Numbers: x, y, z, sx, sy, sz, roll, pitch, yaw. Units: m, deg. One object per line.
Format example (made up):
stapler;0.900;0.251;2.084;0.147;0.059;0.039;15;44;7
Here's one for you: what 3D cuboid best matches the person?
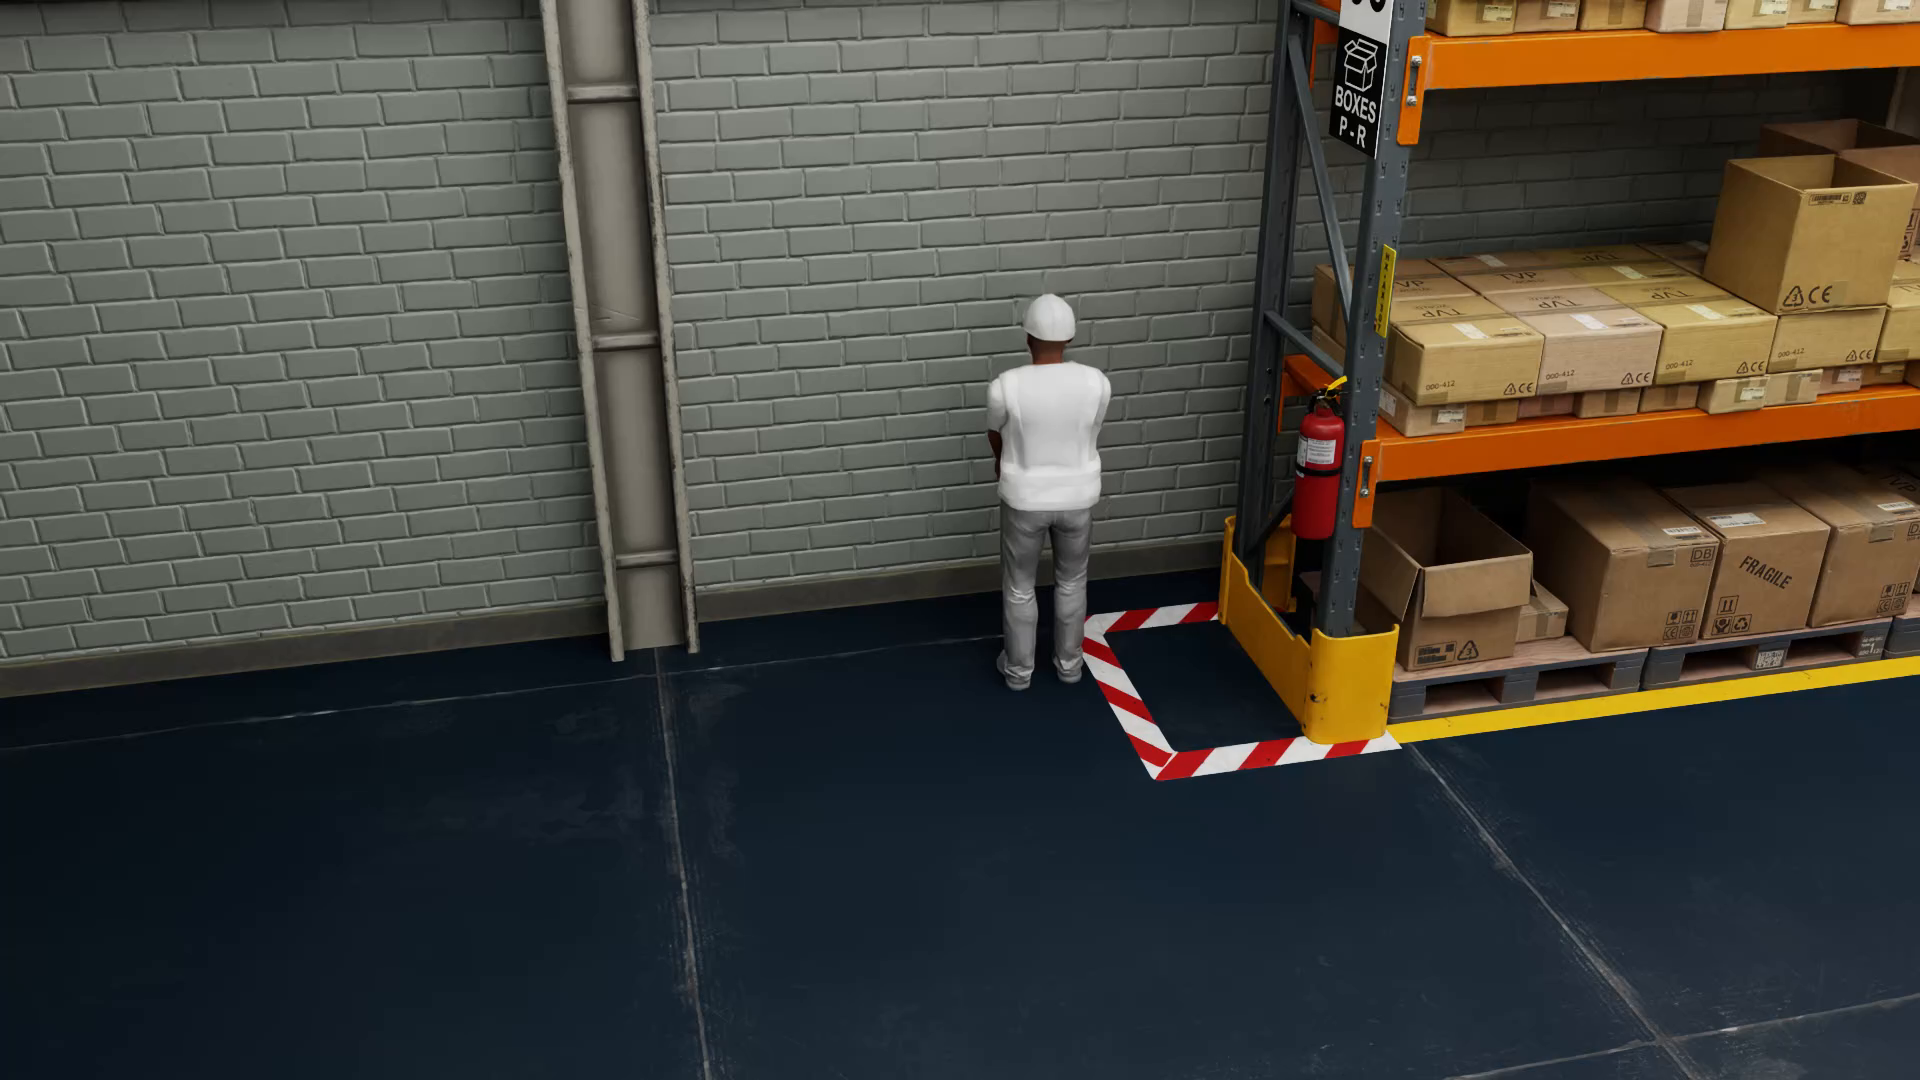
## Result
person;0.345;-0.241;7.046;0.472;1.666;0.538;-3;27;-5
